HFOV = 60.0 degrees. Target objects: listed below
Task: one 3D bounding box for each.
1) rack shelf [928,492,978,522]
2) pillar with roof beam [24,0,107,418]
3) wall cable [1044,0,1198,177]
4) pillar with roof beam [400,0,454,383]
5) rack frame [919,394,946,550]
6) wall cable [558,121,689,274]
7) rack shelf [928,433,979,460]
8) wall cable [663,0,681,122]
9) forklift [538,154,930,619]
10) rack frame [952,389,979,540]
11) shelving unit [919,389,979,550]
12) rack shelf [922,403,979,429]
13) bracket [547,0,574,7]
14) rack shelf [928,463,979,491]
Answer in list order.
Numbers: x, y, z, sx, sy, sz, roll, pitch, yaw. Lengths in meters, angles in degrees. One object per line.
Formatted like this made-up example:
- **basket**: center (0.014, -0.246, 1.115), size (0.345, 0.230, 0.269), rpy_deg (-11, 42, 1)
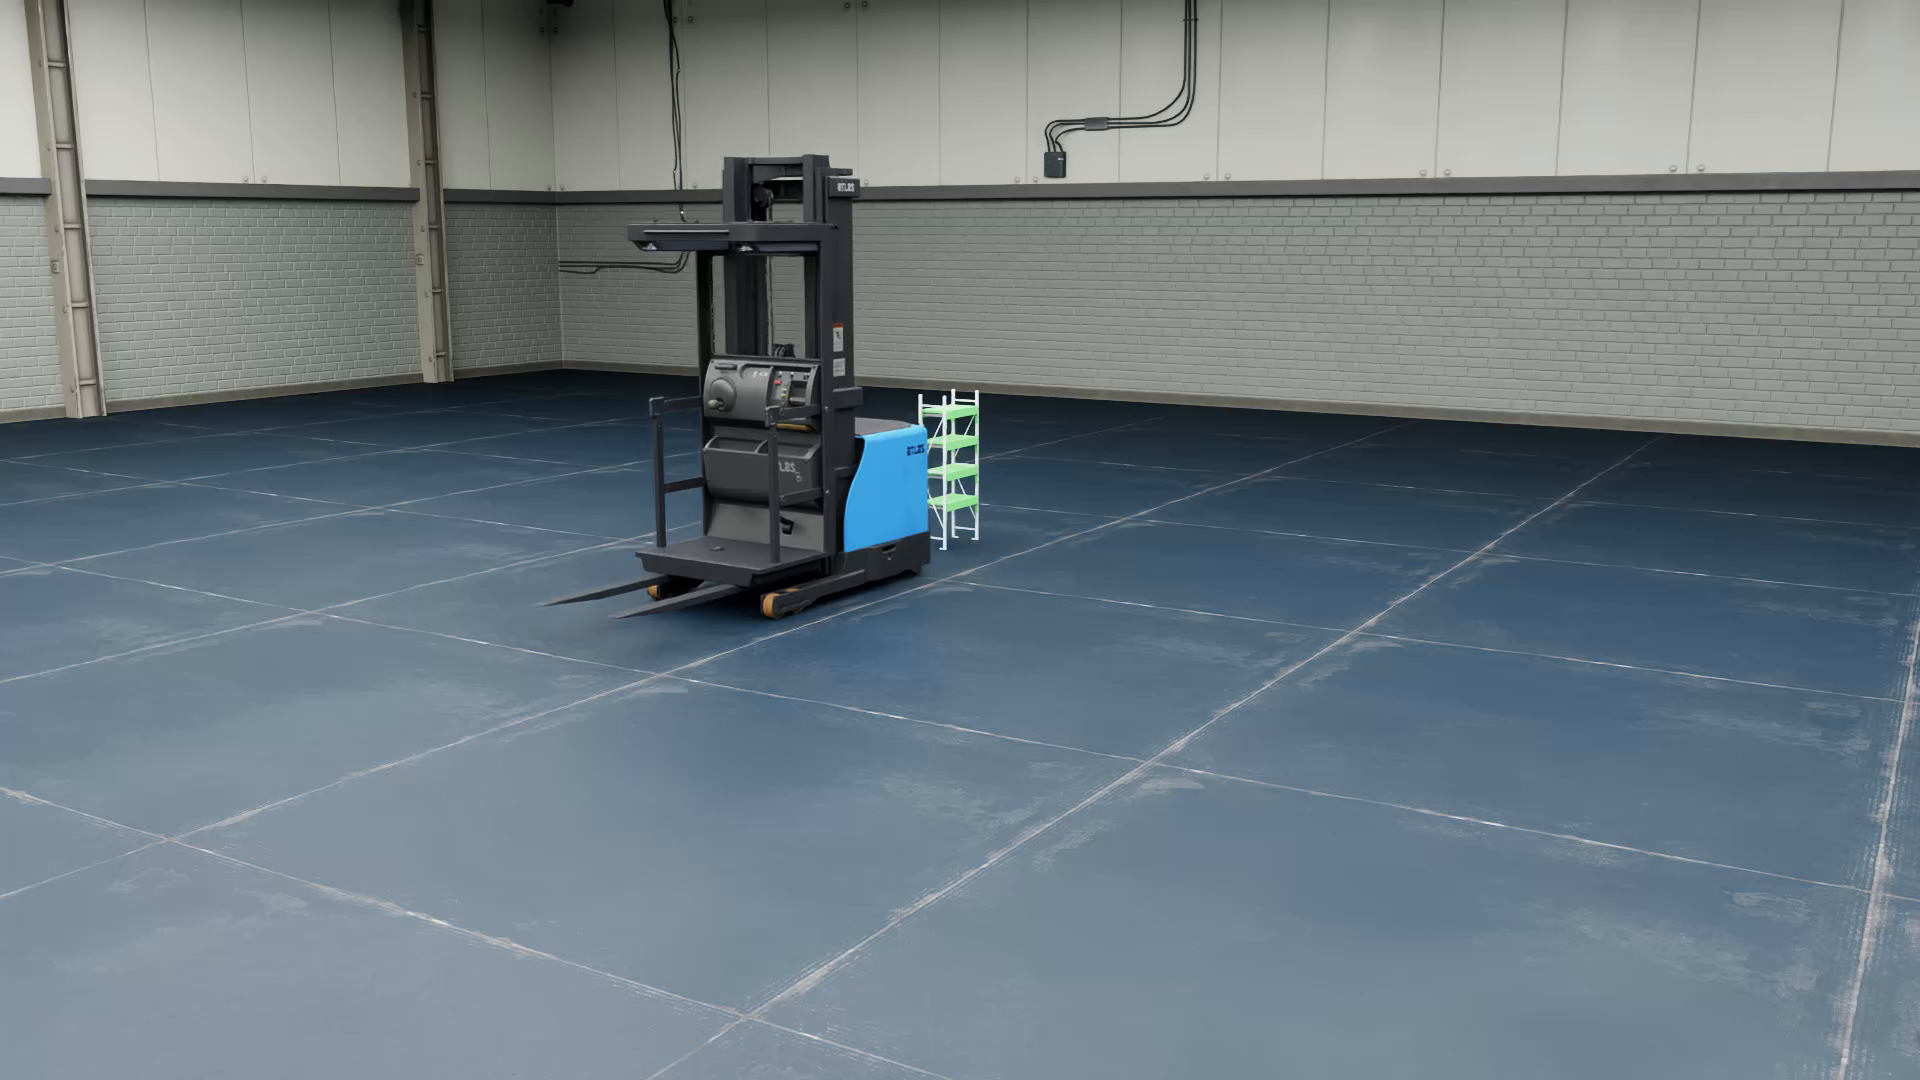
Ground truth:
- **rack shelf**: center (-0.086, -0.265, 13.175), size (0.258, 0.148, 0.480), rpy_deg (6, 12, 31)
- **pillar with roof beam**: center (-7.979, -5.663, 19.163), size (9.100, 9.000, 0.400), rpy_deg (6, 12, 31)
- **wall cable**: center (2.222, -8.117, 23.029), size (2.305, 6.003, 0.169), rpy_deg (6, 12, 31)
- **pillar with roof beam**: center (-4.864, -6.607, 24.203), size (9.100, 9.000, 0.548), rpy_deg (6, 12, 31)
- **rack frame**: center (-0.213, -0.525, 12.914), size (0.240, 1.200, 0.015), rpy_deg (6, 12, 31)
- **wall cable**: center (-5.884, -5.829, 28.486), size (3.097, 2.526, 0.112), rpy_deg (6, 12, 31)
- **rack shelf**: center (-0.086, -0.737, 13.087), size (0.258, 0.148, 0.480), rpy_deg (6, 12, 31)
- **wall cable**: center (-3.571, -8.053, 26.641), size (3.097, 2.526, 0.112), rpy_deg (6, 12, 31)
- **forklift**: center (-1.449, -1.033, 10.921), size (1.130, 2.935, 3.031), rpy_deg (7, 13, 33)
- **rack frame**: center (0.041, -0.602, 13.324), size (0.240, 1.200, 0.015), rpy_deg (6, 12, 31)
- **shelving unit**: center (-0.086, -0.564, 13.119), size (0.258, 1.200, 0.503), rpy_deg (6, 12, 31)
- **rack shelf**: center (-0.086, -0.973, 13.043), size (0.258, 0.148, 0.480), rpy_deg (6, 12, 31)
- **bracket**: center (-6.794, -9.191, 28.227), size (0.235, 0.232, 0.430), rpy_deg (6, 12, 31)
- **rack shelf**: center (-0.086, -0.501, 13.131), size (0.258, 0.148, 0.480), rpy_deg (6, 12, 31)
